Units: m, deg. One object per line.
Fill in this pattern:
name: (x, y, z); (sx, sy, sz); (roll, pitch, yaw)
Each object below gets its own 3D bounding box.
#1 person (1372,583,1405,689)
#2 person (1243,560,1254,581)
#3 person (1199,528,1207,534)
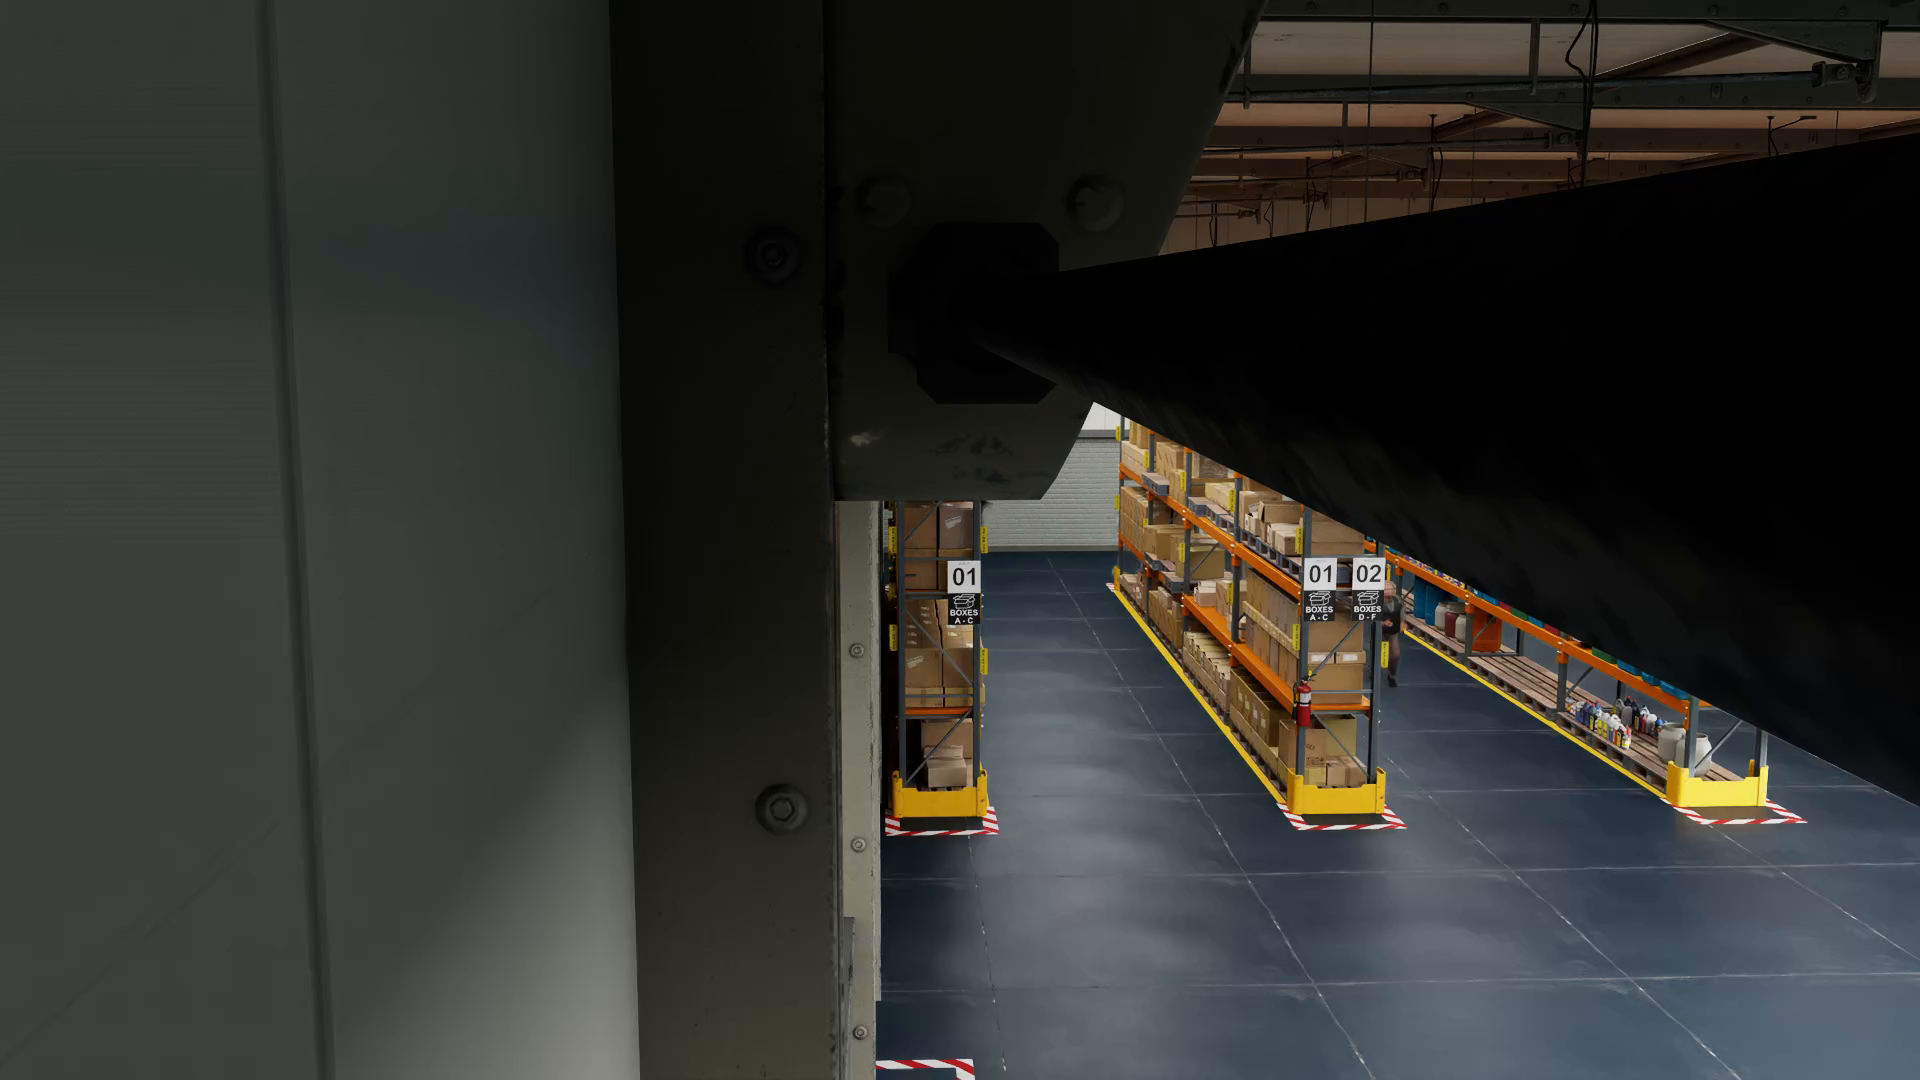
person: (7.021, 1.582, 27.309); (0.671, 1.783, 0.733); (-1, 8, -6)
person: (5.991, 0.513, 34.666); (0.627, 1.739, 0.733); (-1, 8, -7)
person: (5.417, 0.114, 37.402); (0.581, 1.739, 0.677); (3, 9, 21)
